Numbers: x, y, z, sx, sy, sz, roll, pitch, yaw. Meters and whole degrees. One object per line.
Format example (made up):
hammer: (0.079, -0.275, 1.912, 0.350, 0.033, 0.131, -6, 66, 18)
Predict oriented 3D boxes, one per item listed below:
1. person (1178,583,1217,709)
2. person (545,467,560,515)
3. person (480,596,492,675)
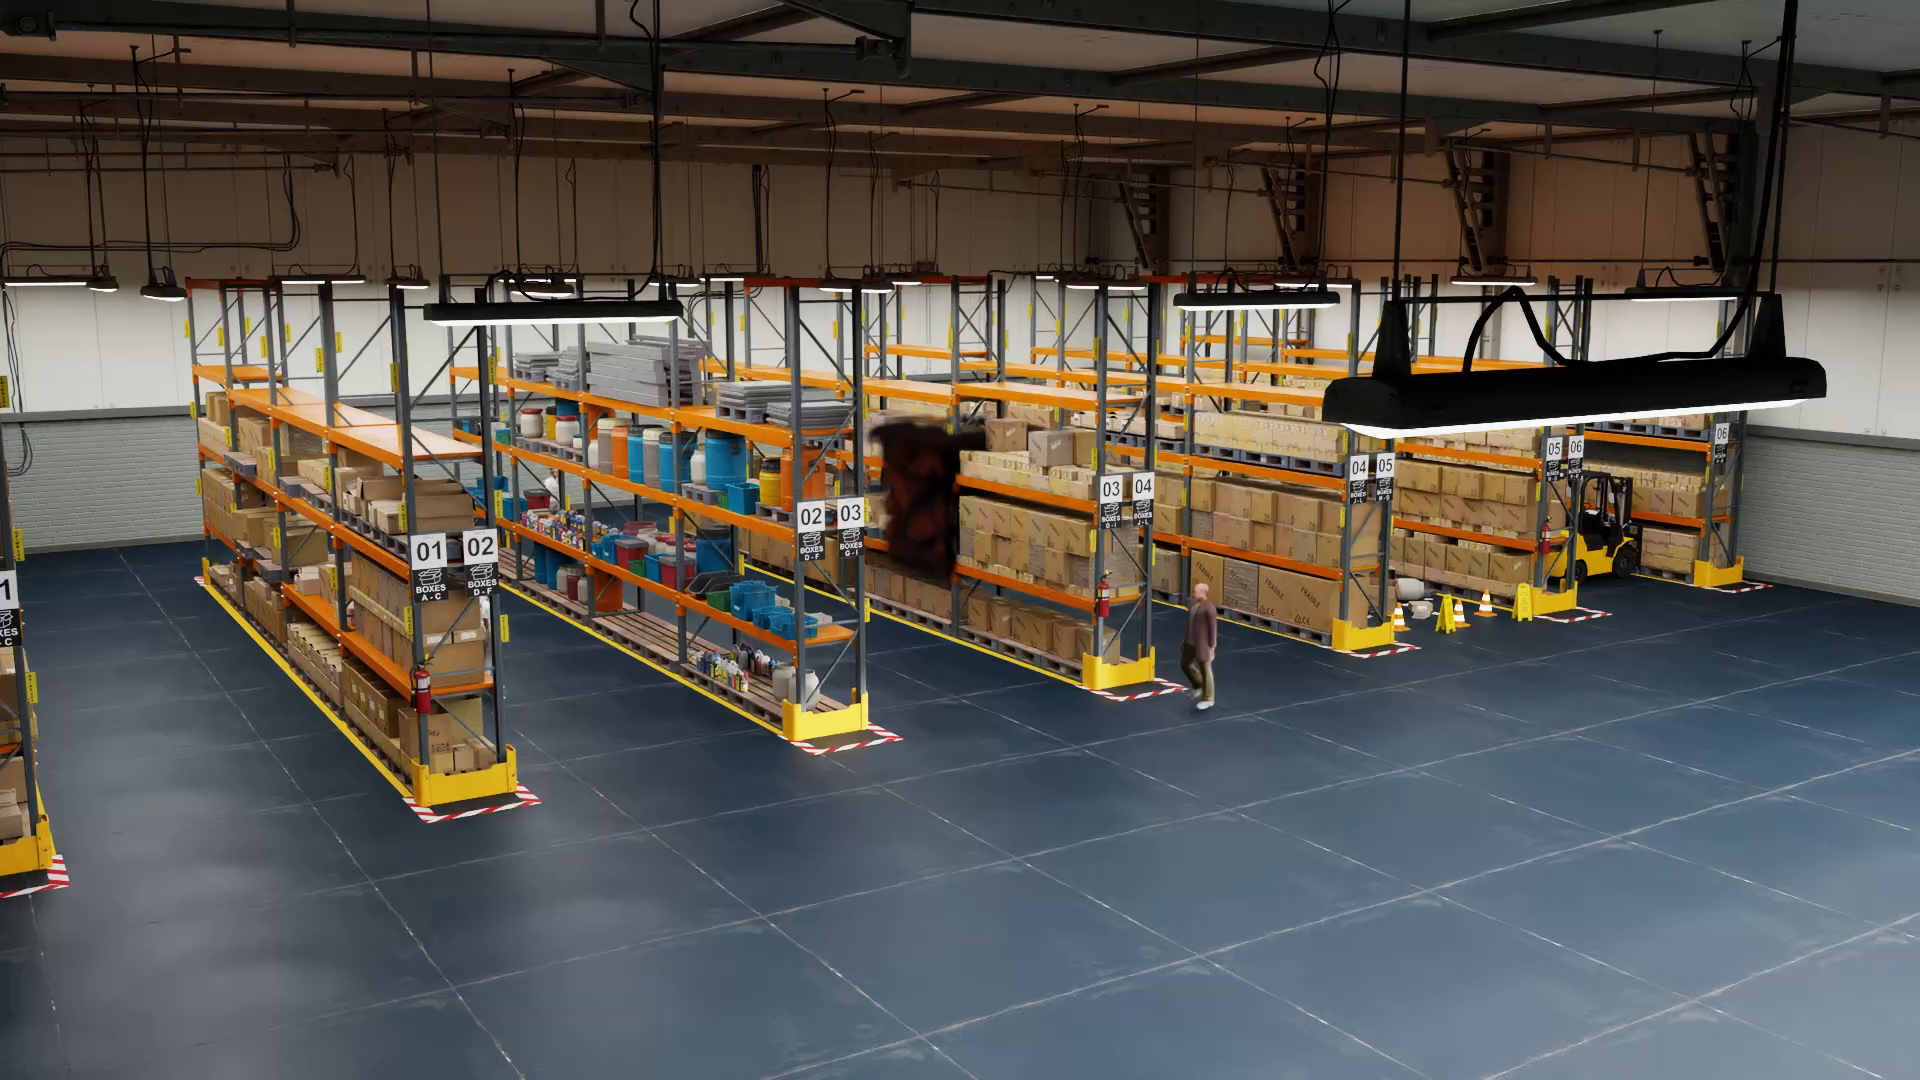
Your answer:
person: (3.447, 1.528, 23.805, 0.566, 1.681, 0.633, -8, 12, -40)
person: (-9.332, -0.889, 38.248, 0.498, 1.652, 0.779, -8, 12, -38)
person: (-7.130, 1.393, 24.655, 0.451, 1.665, 0.622, 3, 10, 15)
